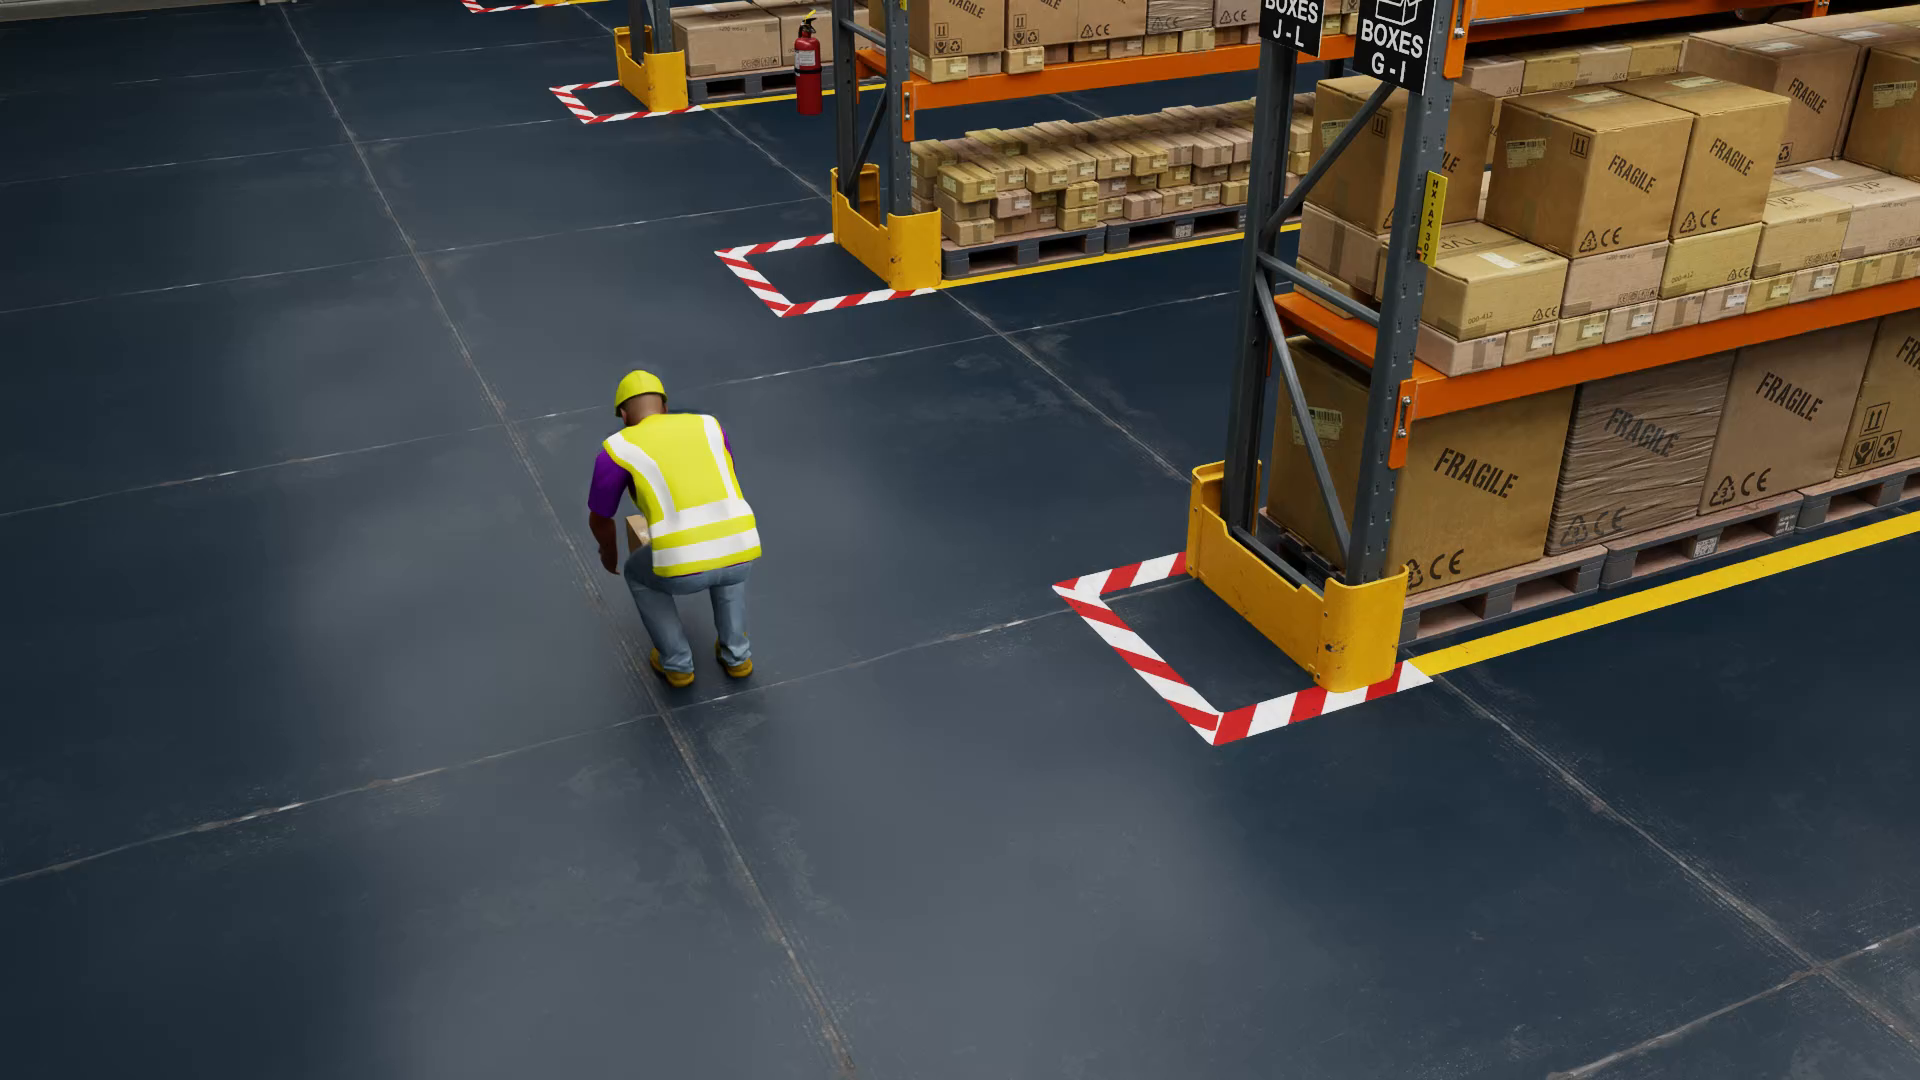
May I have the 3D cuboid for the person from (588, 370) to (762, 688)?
[{"bbox_3d":[-1.148,-0.017,6.709,0.620,1.207,0.839,-13,32,-22],"label":"person"}]
